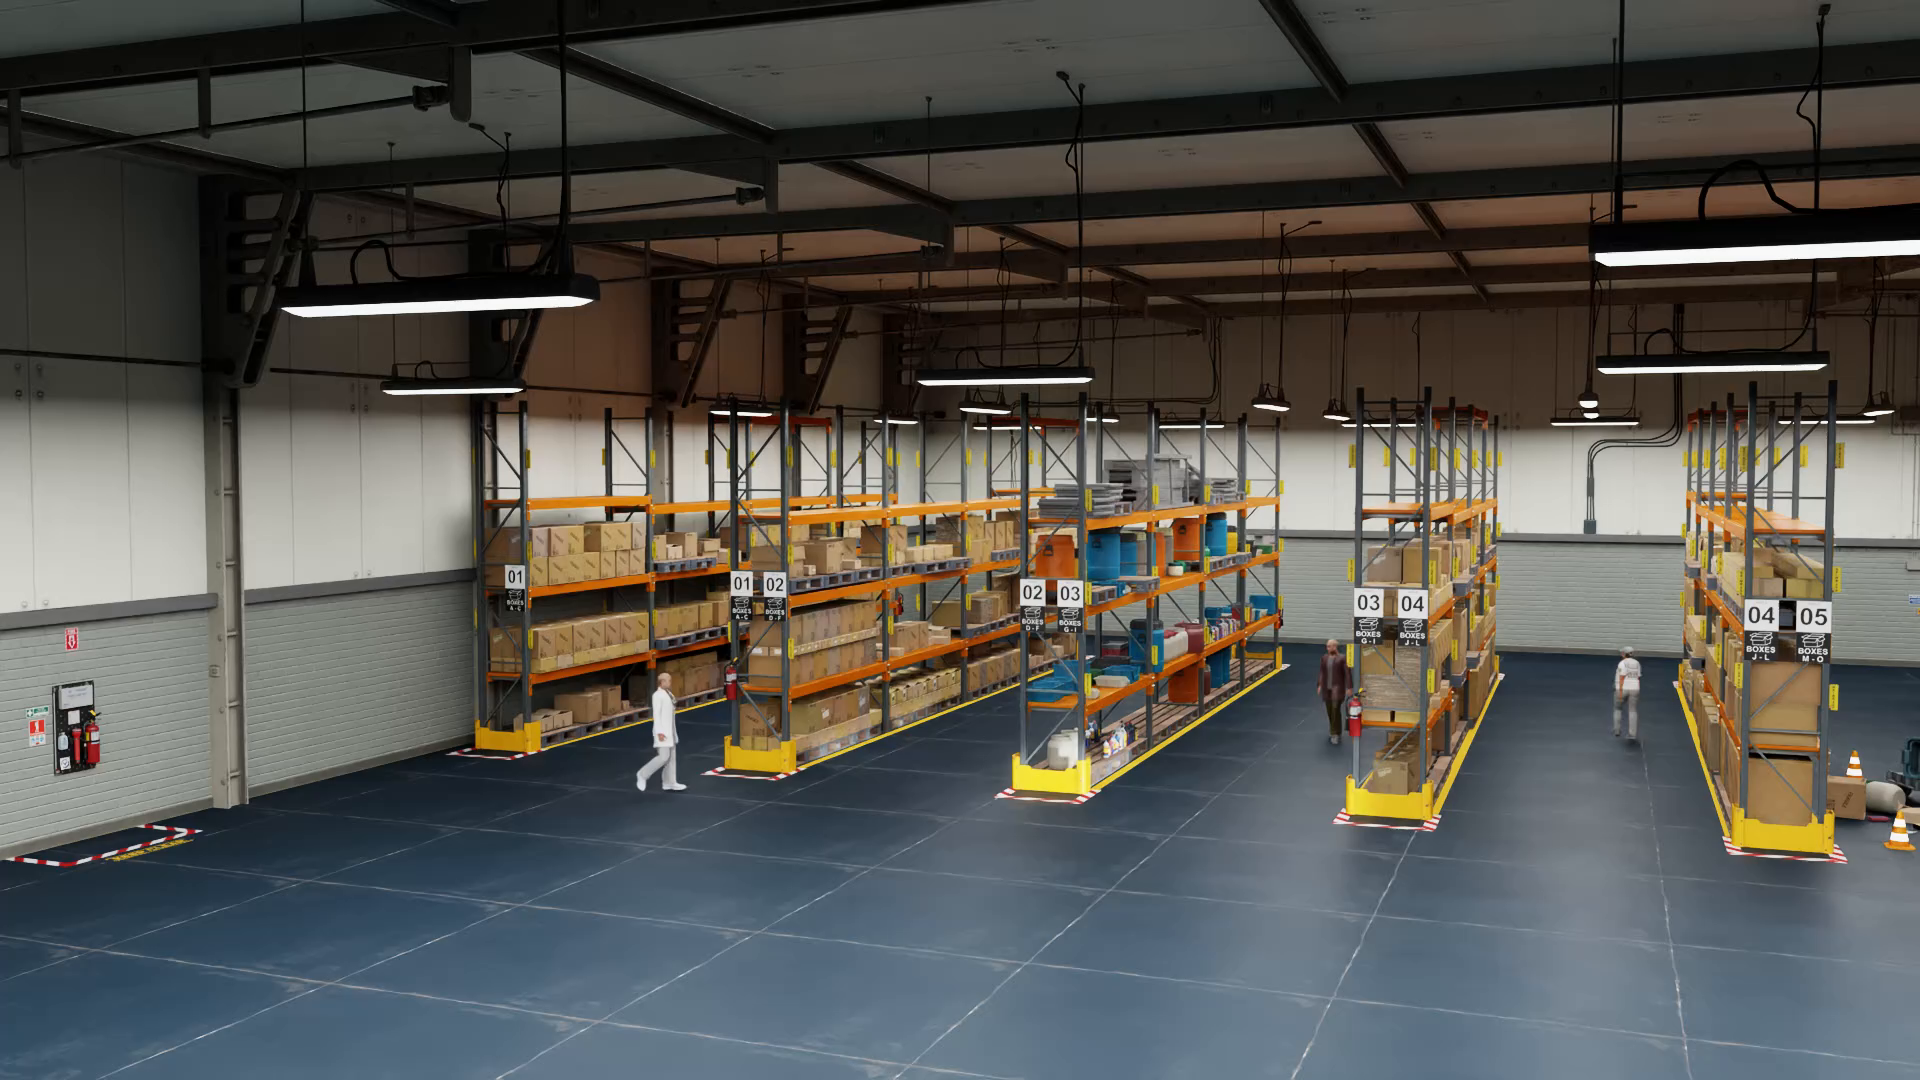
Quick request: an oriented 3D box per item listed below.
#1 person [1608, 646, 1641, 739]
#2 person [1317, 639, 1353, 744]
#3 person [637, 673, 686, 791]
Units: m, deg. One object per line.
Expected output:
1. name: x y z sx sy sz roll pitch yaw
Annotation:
1. person: 11.948 2.749 29.764 0.501 1.688 0.701 0 3 6
2. person: 6.620 2.677 29.658 0.705 1.794 0.662 -2 4 -41
3. person: -4.496 2.886 25.057 0.720 1.774 0.607 0 3 9
